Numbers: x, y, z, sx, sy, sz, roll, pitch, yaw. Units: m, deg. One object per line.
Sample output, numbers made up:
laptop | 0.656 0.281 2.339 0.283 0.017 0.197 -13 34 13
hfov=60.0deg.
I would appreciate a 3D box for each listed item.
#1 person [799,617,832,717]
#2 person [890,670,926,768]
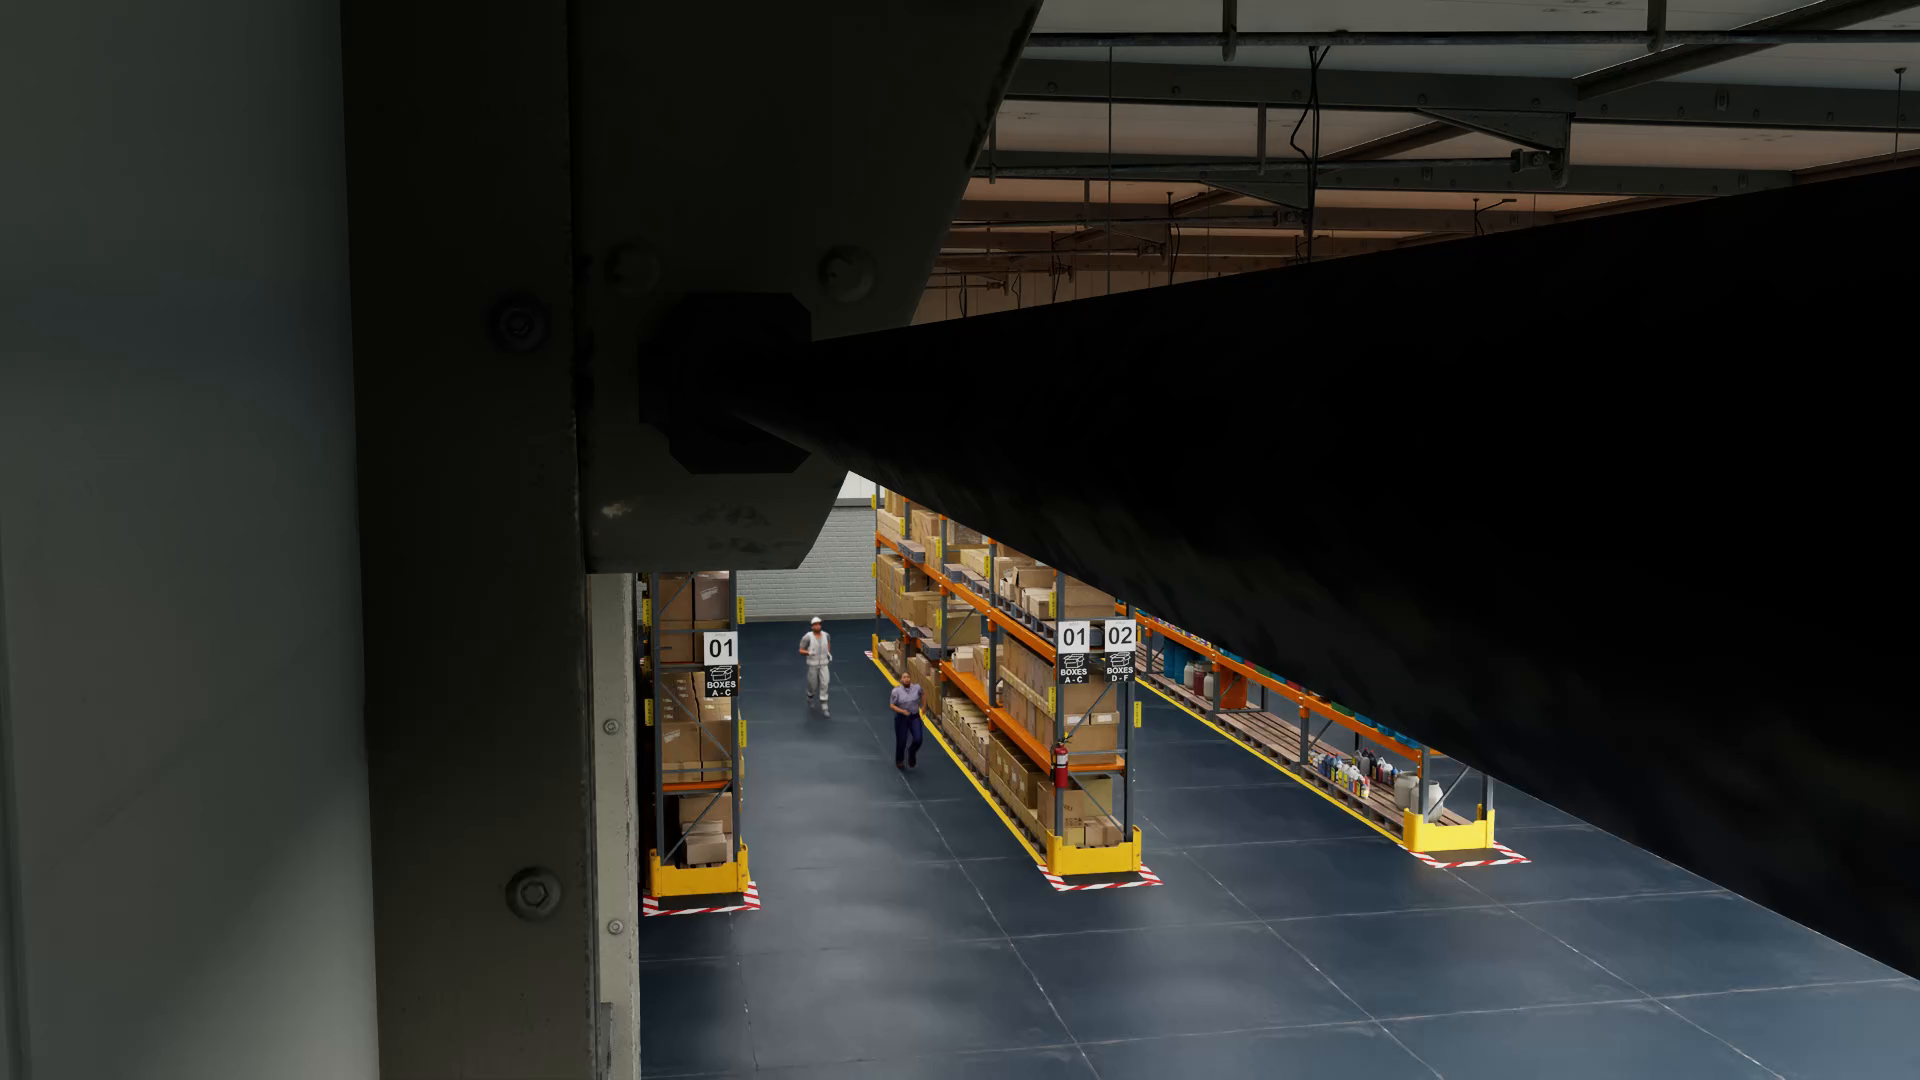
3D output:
person | -2.623 2.292 30.389 0.639 1.776 0.968 -2 6 -22
person | -0.804 2.841 26.168 0.621 1.601 0.760 -1 6 -12
